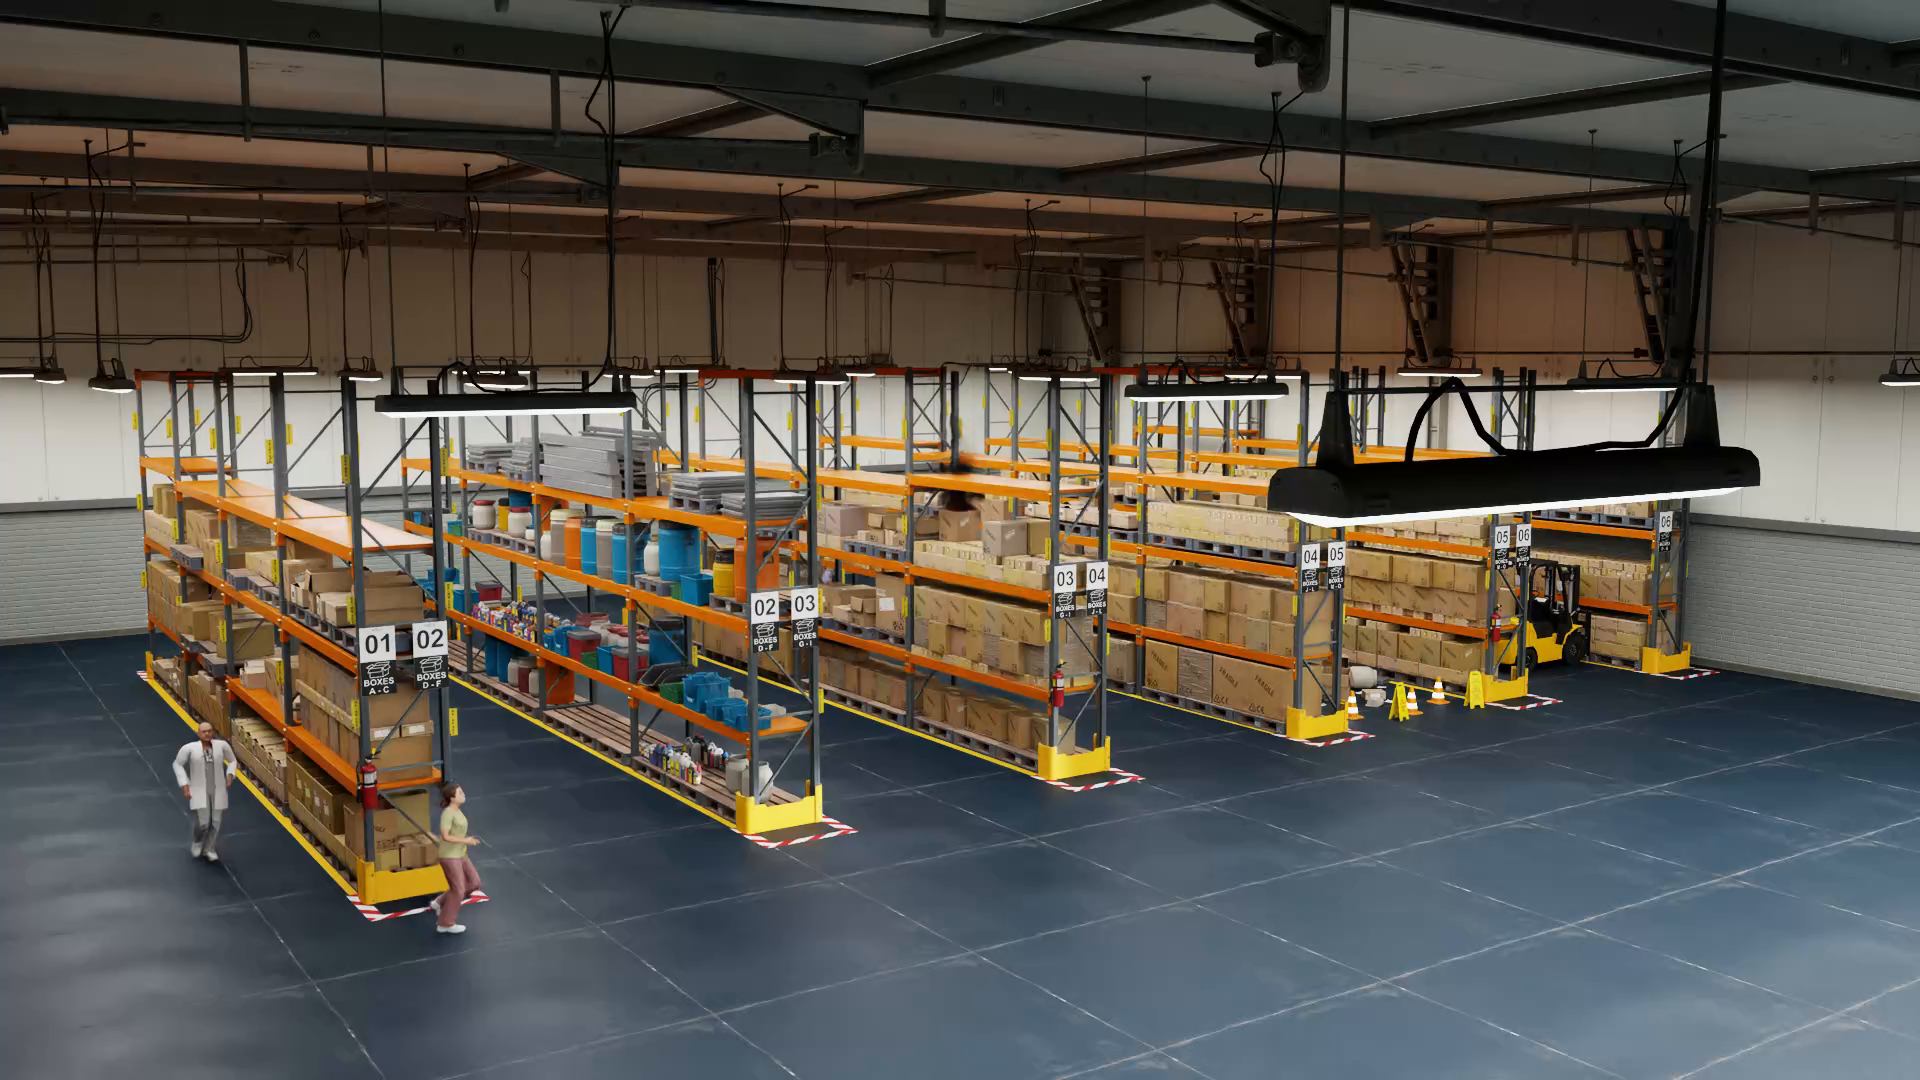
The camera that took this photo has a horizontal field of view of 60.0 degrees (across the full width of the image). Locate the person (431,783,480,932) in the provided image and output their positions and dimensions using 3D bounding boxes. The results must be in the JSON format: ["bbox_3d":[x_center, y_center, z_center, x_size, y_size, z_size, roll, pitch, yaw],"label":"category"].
[{"bbox_3d":[-5.540,3.473,18.280,0.569,1.623,0.621,0,6,-3],"label":"person"}]

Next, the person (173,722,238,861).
[{"bbox_3d":[-9.352,3.132,20.715,0.722,1.746,0.628,-5,8,-38],"label":"person"}]

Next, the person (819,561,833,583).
[{"bbox_3d":[-3.119,1.270,37.904,0.632,1.608,0.615,-3,7,-26],"label":"person"}]
